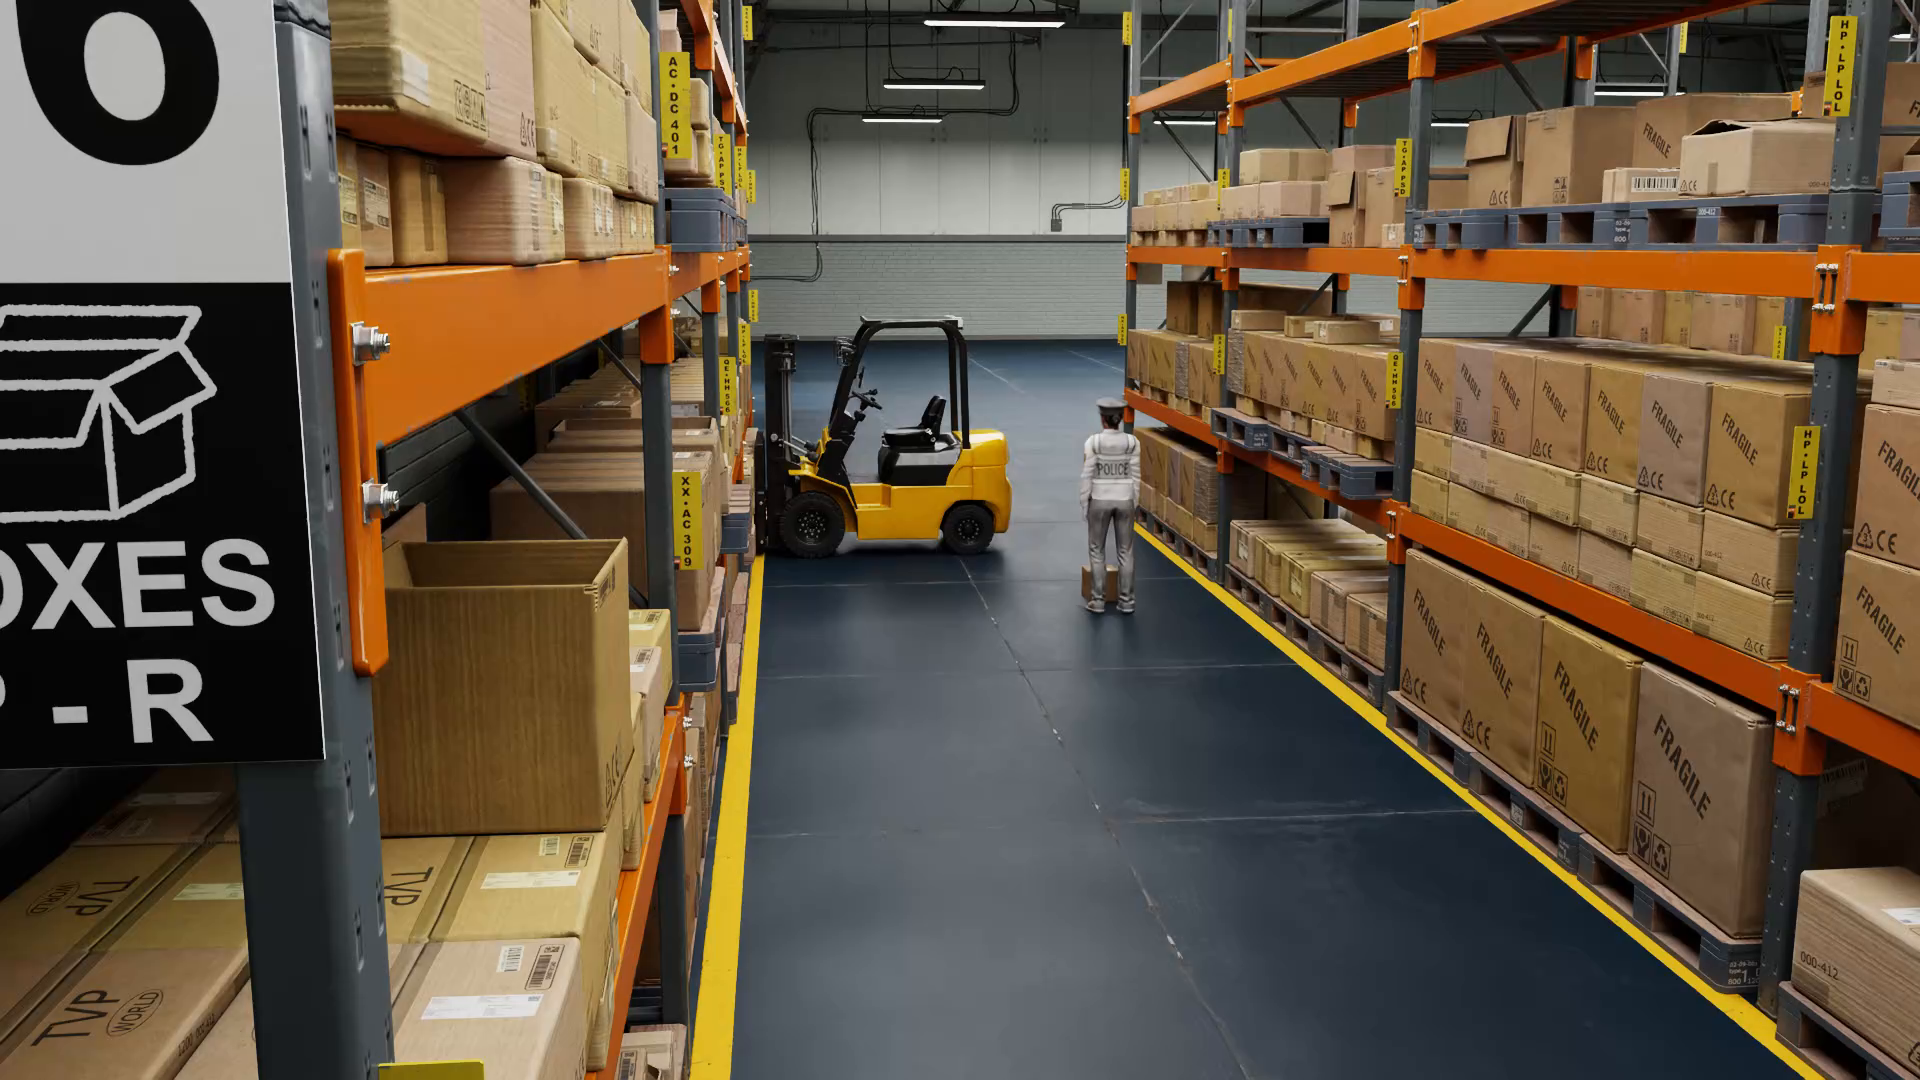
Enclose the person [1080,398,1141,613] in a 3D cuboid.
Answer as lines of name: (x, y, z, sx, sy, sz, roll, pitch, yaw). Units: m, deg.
person: (1.166, -0.261, 12.882, 0.452, 1.663, 0.329, -1, 10, -5)
